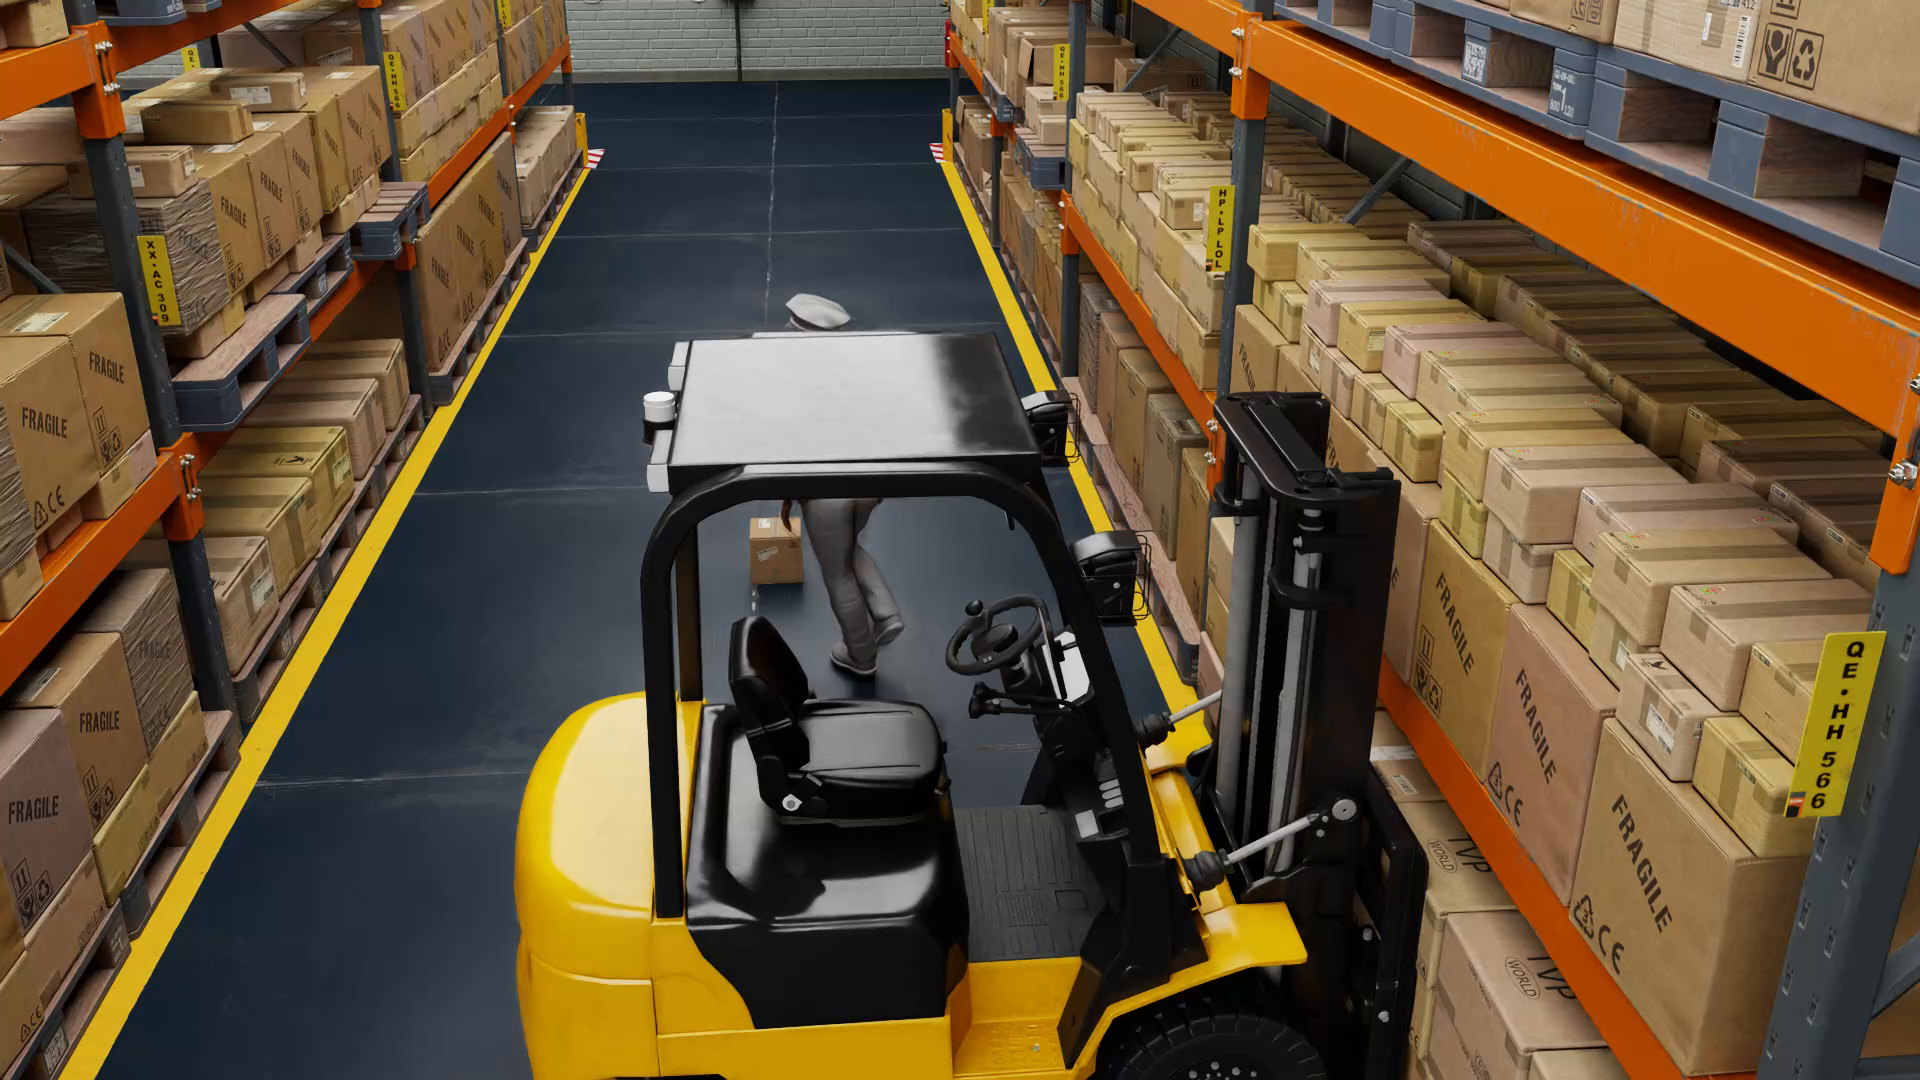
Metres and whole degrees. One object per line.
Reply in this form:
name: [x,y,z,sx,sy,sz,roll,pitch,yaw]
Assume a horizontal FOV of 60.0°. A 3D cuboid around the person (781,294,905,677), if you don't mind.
person: [-0.497,-0.208,7.010,0.465,1.671,0.554,22,32,40]
